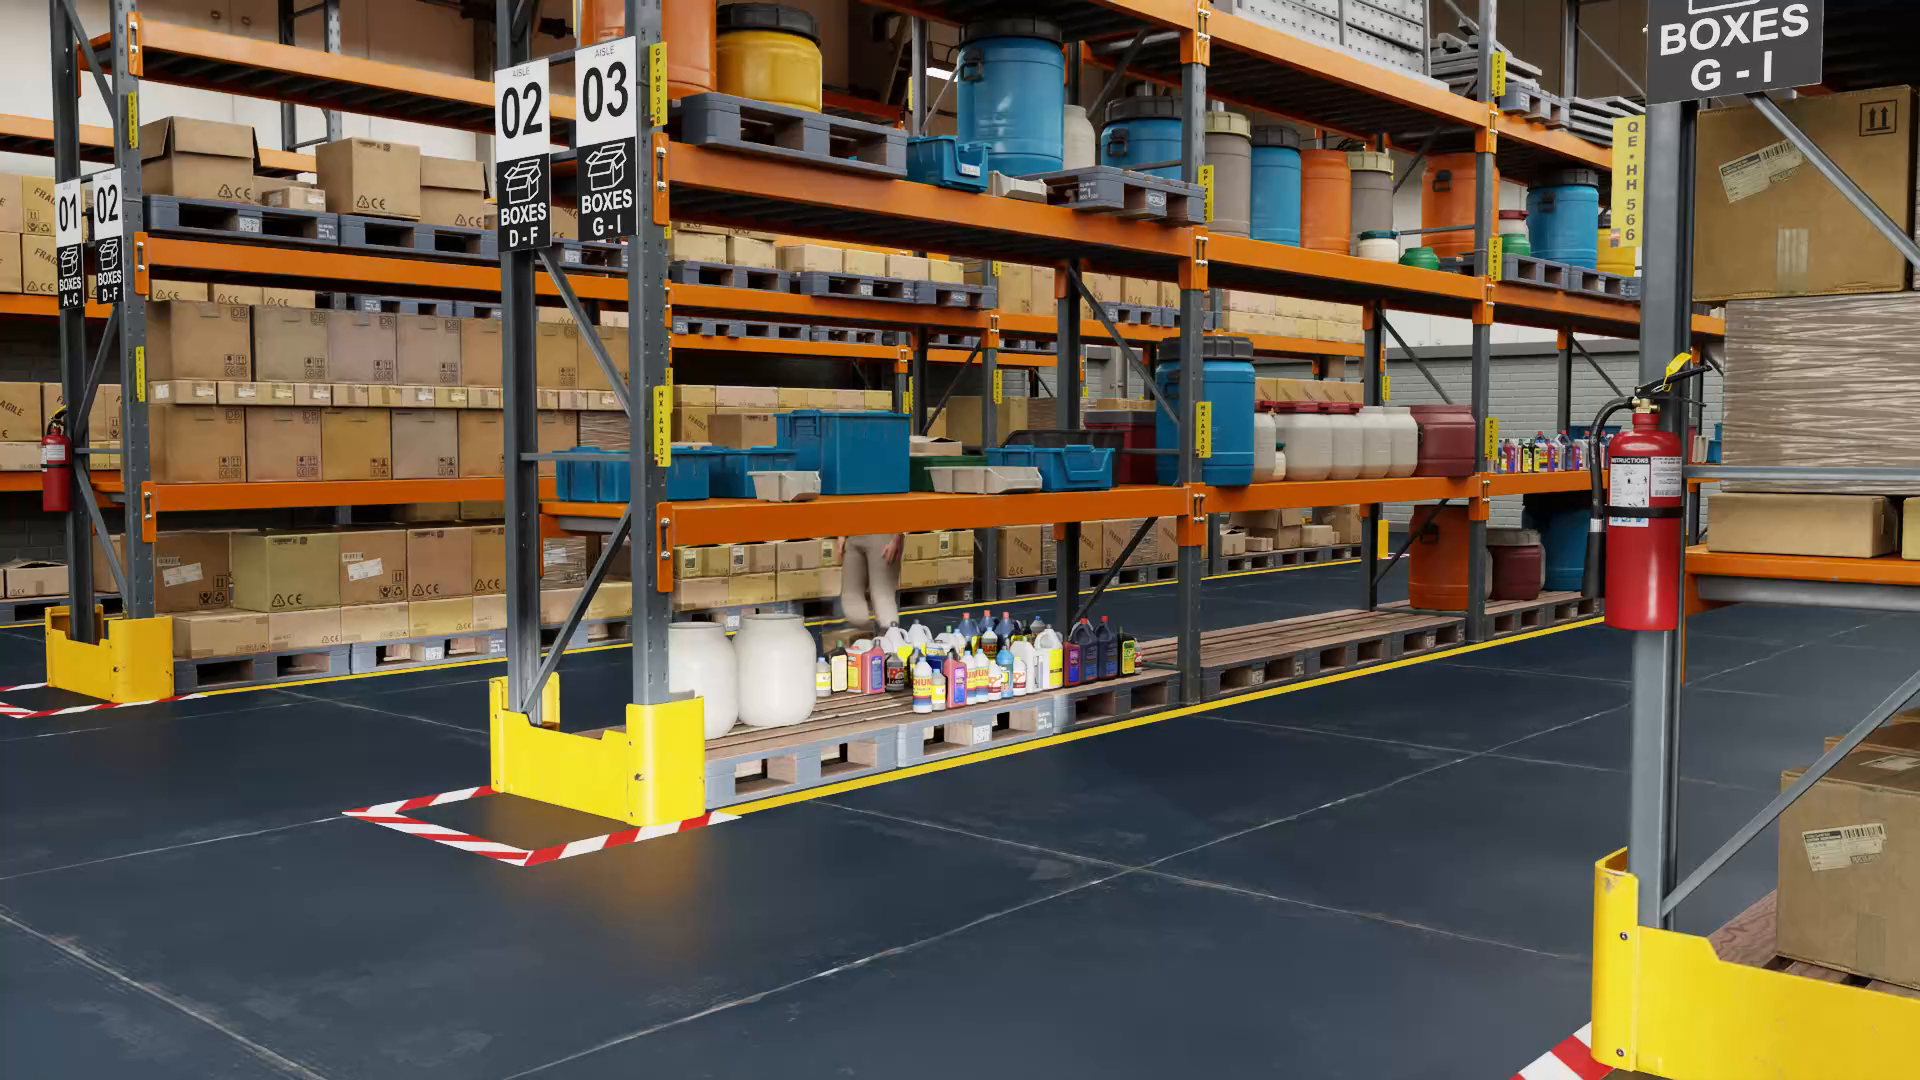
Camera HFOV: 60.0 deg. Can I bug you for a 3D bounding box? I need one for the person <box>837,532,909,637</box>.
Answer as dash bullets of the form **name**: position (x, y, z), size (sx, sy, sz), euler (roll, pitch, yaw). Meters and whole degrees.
- **person**: position (-0.602, 0.026, 11.427), size (0.598, 1.726, 0.393), euler (3, 4, 38)
